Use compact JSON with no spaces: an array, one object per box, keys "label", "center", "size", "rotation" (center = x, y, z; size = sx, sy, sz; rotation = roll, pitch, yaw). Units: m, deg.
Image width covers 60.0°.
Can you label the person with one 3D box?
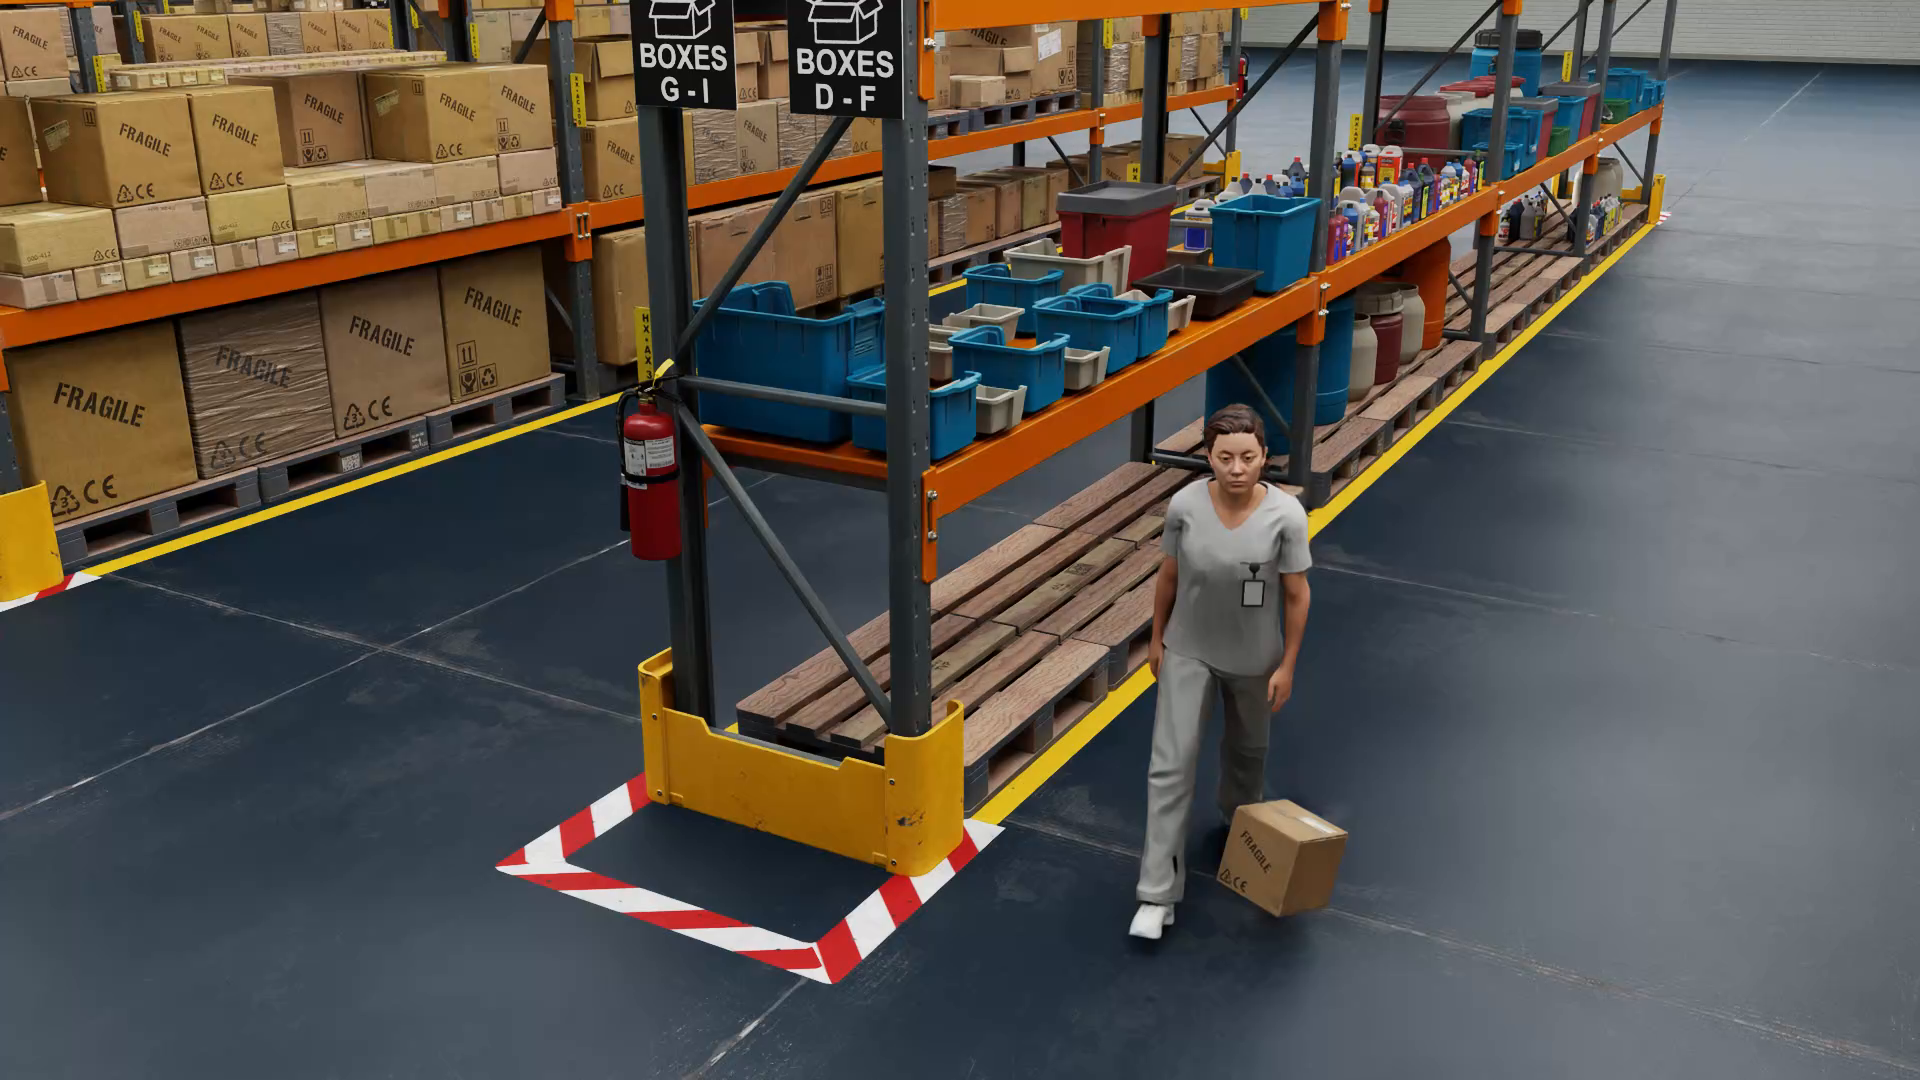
[{"label":"person","center":[0.813,0.361,5.101],"size":[0.483,1.622,0.946],"rotation":[4,20,11]}]
